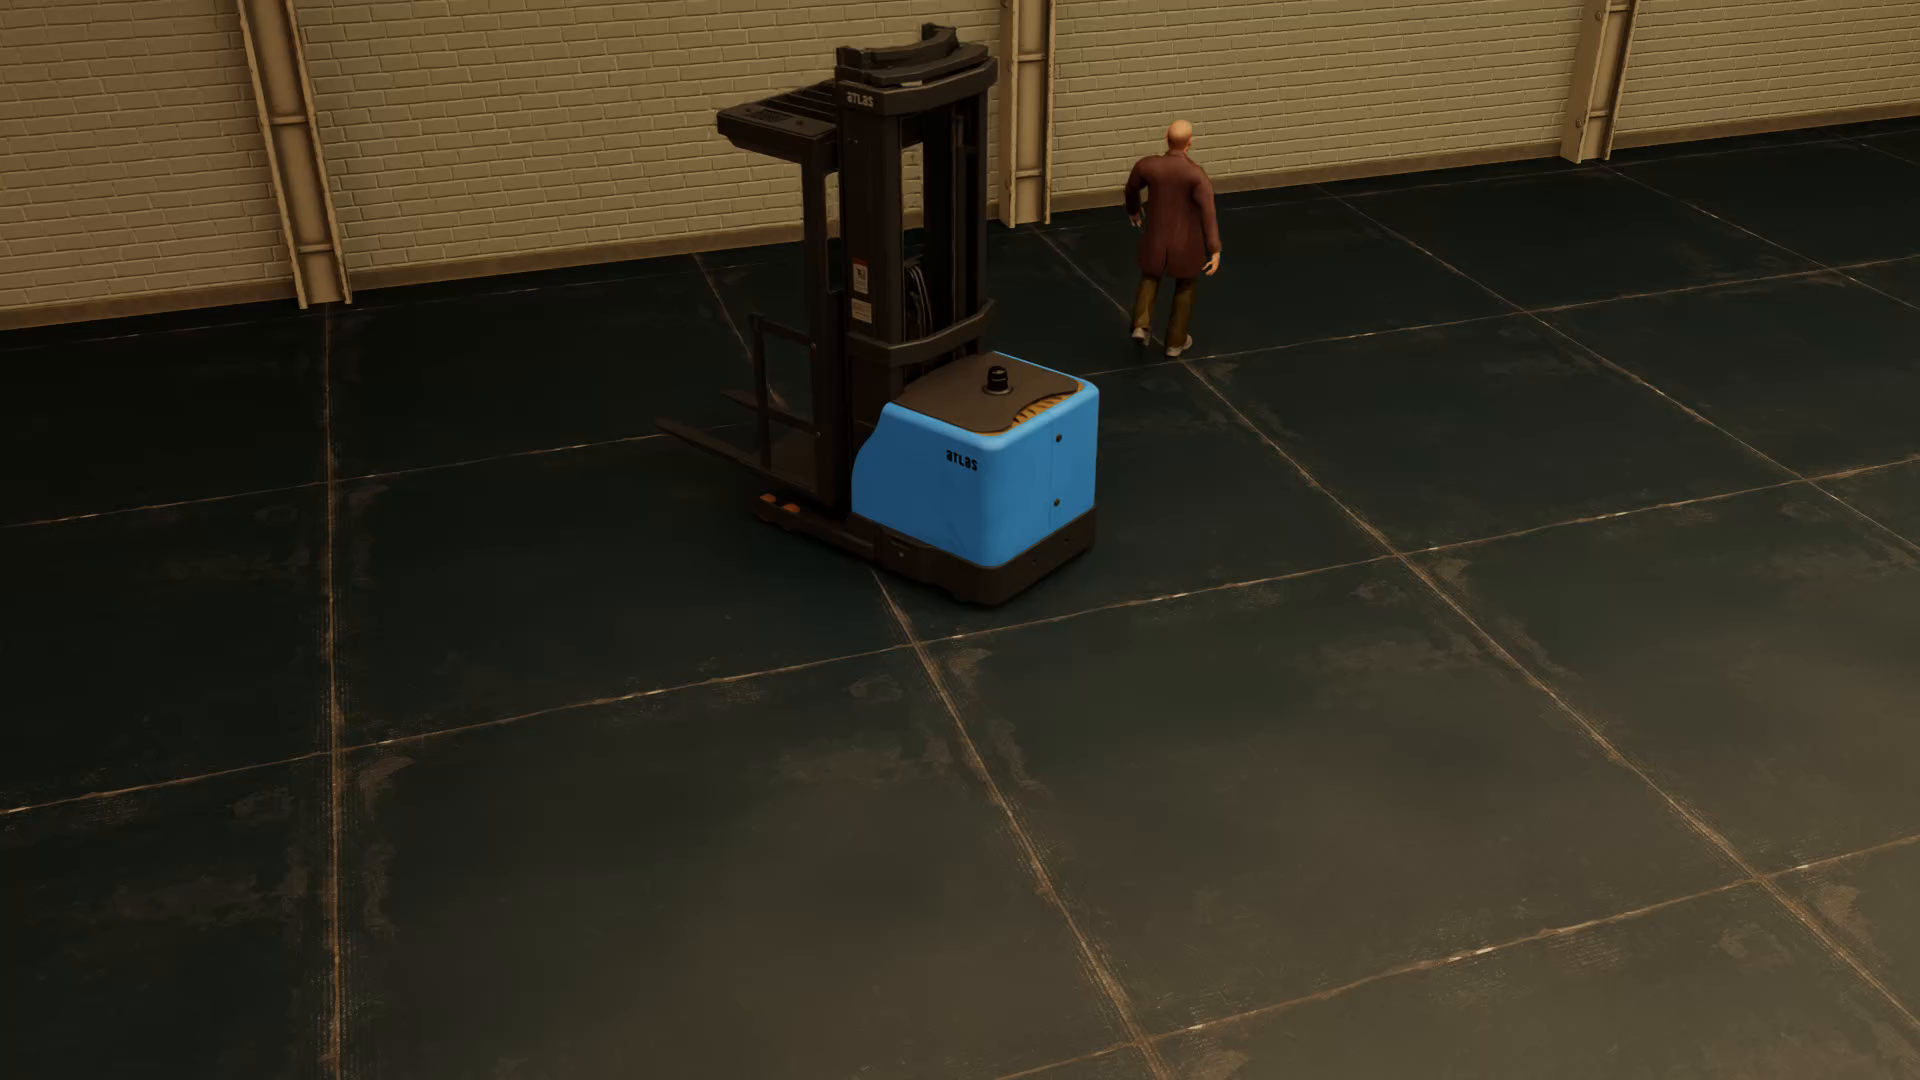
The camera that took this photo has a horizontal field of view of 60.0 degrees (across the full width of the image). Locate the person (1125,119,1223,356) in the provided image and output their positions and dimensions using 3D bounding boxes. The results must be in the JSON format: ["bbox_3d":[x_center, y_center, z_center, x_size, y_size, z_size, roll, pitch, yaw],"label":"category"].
[{"bbox_3d":[1.521,-2.156,12.013,0.852,1.761,0.651,13,32,22],"label":"person"}]

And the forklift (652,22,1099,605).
[{"bbox_3d":[-0.653,-1.506,9.704,3.031,2.935,1.130,22,37,34],"label":"forklift"}]
